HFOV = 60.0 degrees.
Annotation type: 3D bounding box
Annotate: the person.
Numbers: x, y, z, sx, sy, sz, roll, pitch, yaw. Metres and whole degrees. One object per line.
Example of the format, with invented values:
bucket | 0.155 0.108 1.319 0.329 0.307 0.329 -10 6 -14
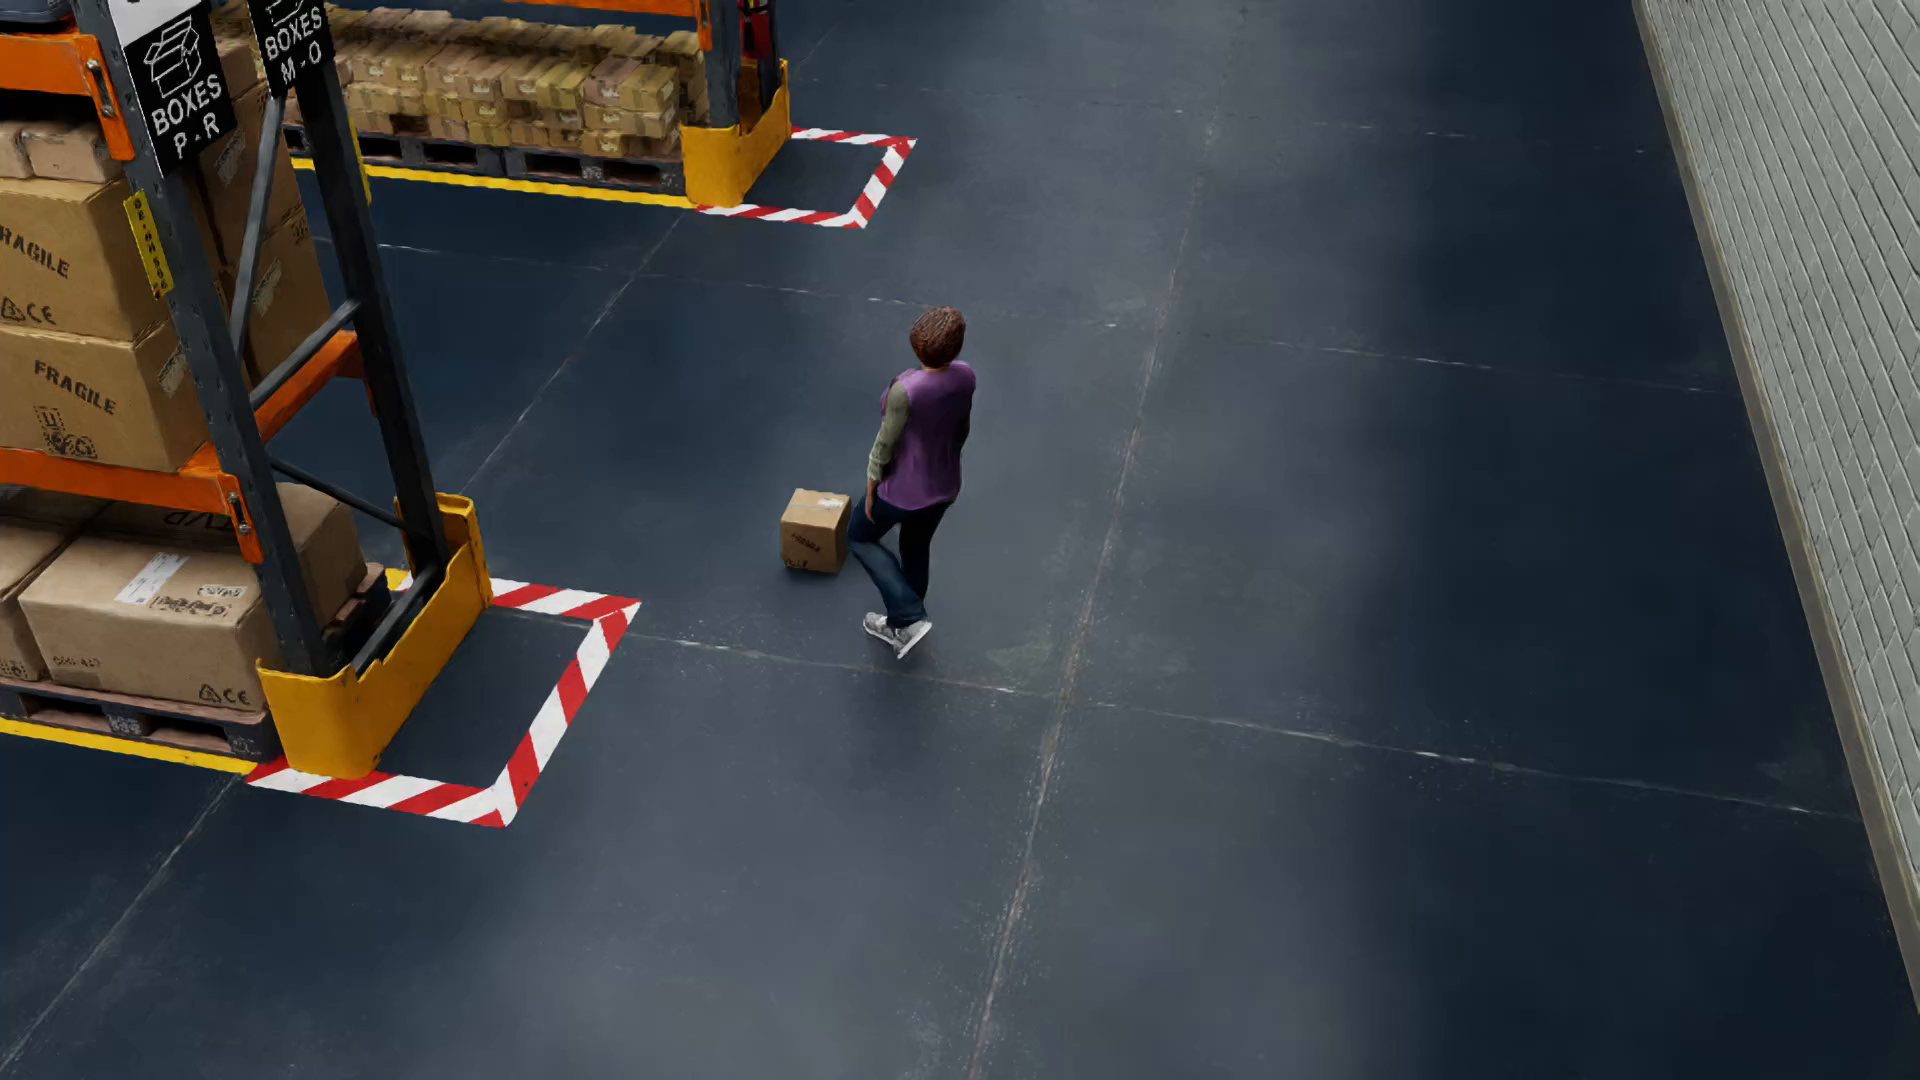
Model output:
person | -0.168 -0.205 6.442 0.452 1.576 0.483 -25 44 -29
